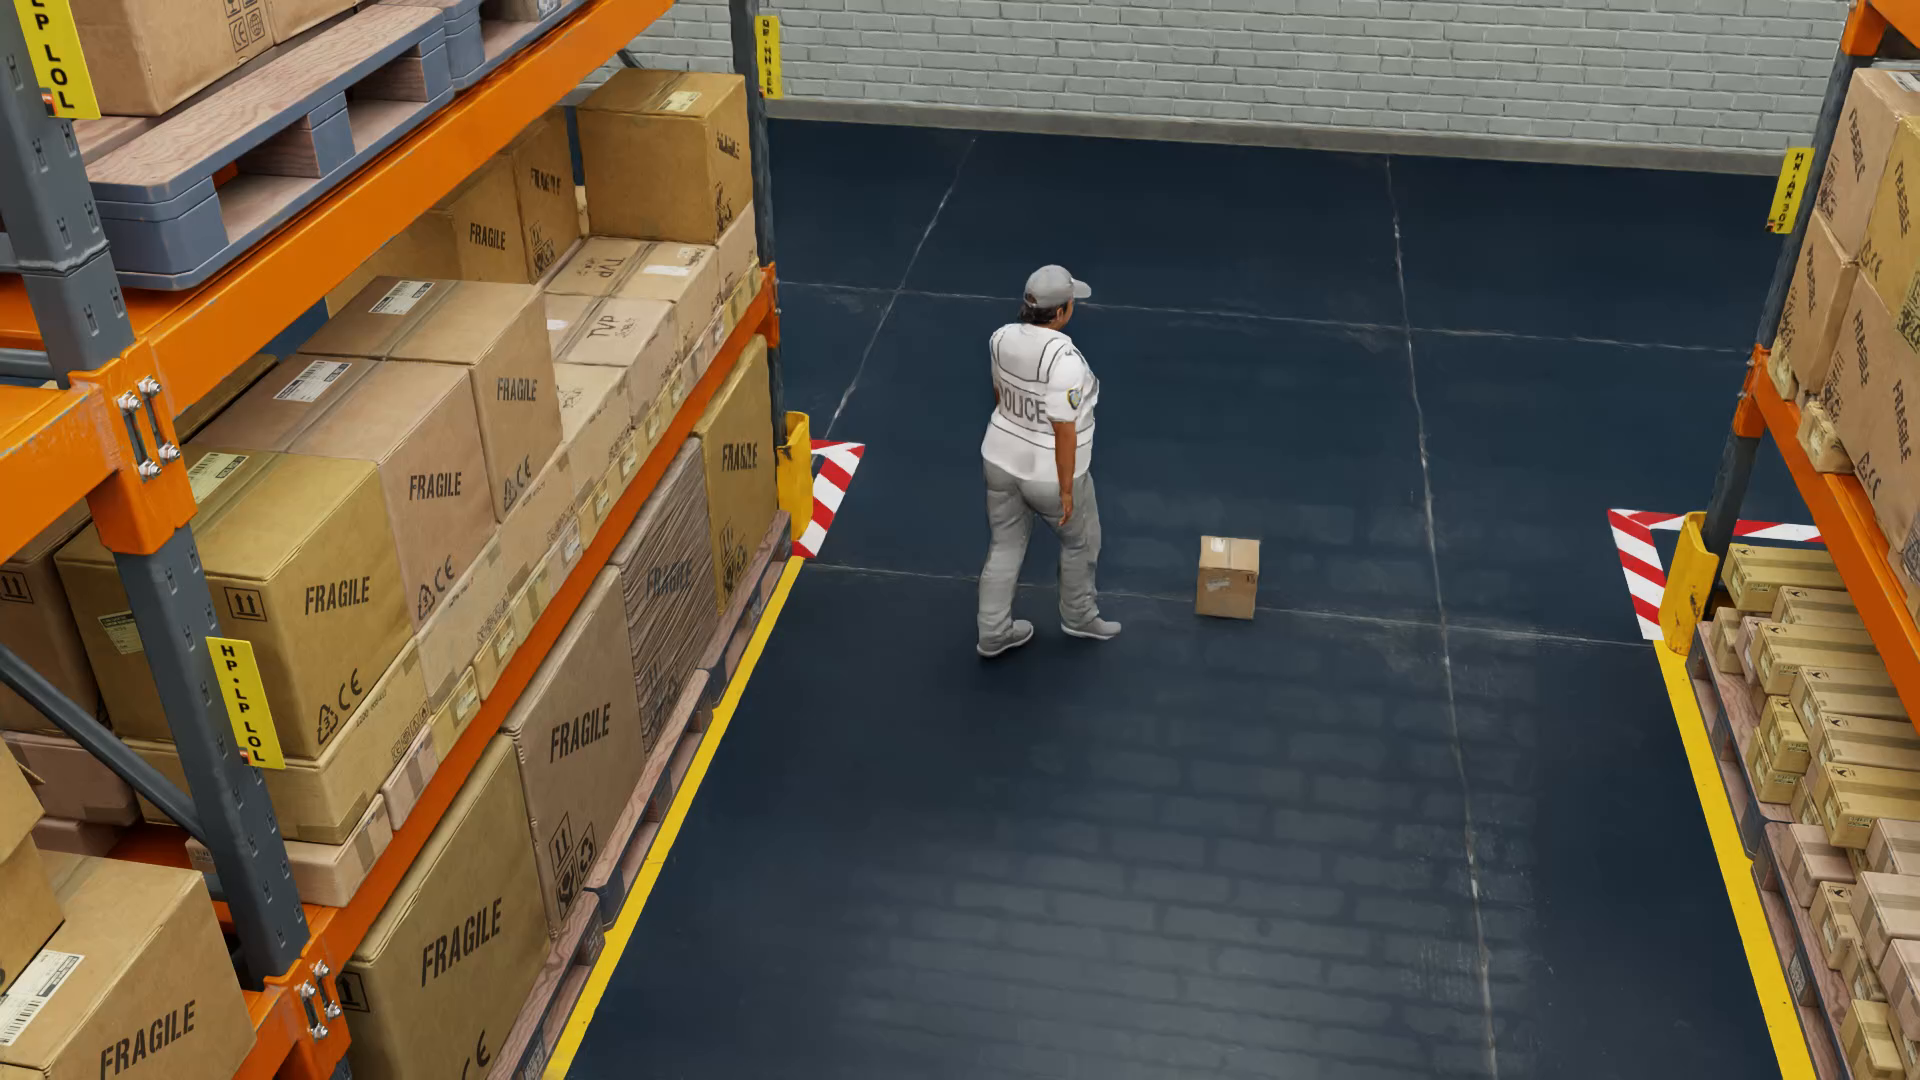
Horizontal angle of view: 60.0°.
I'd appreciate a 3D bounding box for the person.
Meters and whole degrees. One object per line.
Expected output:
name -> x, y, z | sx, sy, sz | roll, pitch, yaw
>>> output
person -> 0.325, -0.284, 6.601 | 0.503, 1.707, 0.613 | 26, 41, 34
